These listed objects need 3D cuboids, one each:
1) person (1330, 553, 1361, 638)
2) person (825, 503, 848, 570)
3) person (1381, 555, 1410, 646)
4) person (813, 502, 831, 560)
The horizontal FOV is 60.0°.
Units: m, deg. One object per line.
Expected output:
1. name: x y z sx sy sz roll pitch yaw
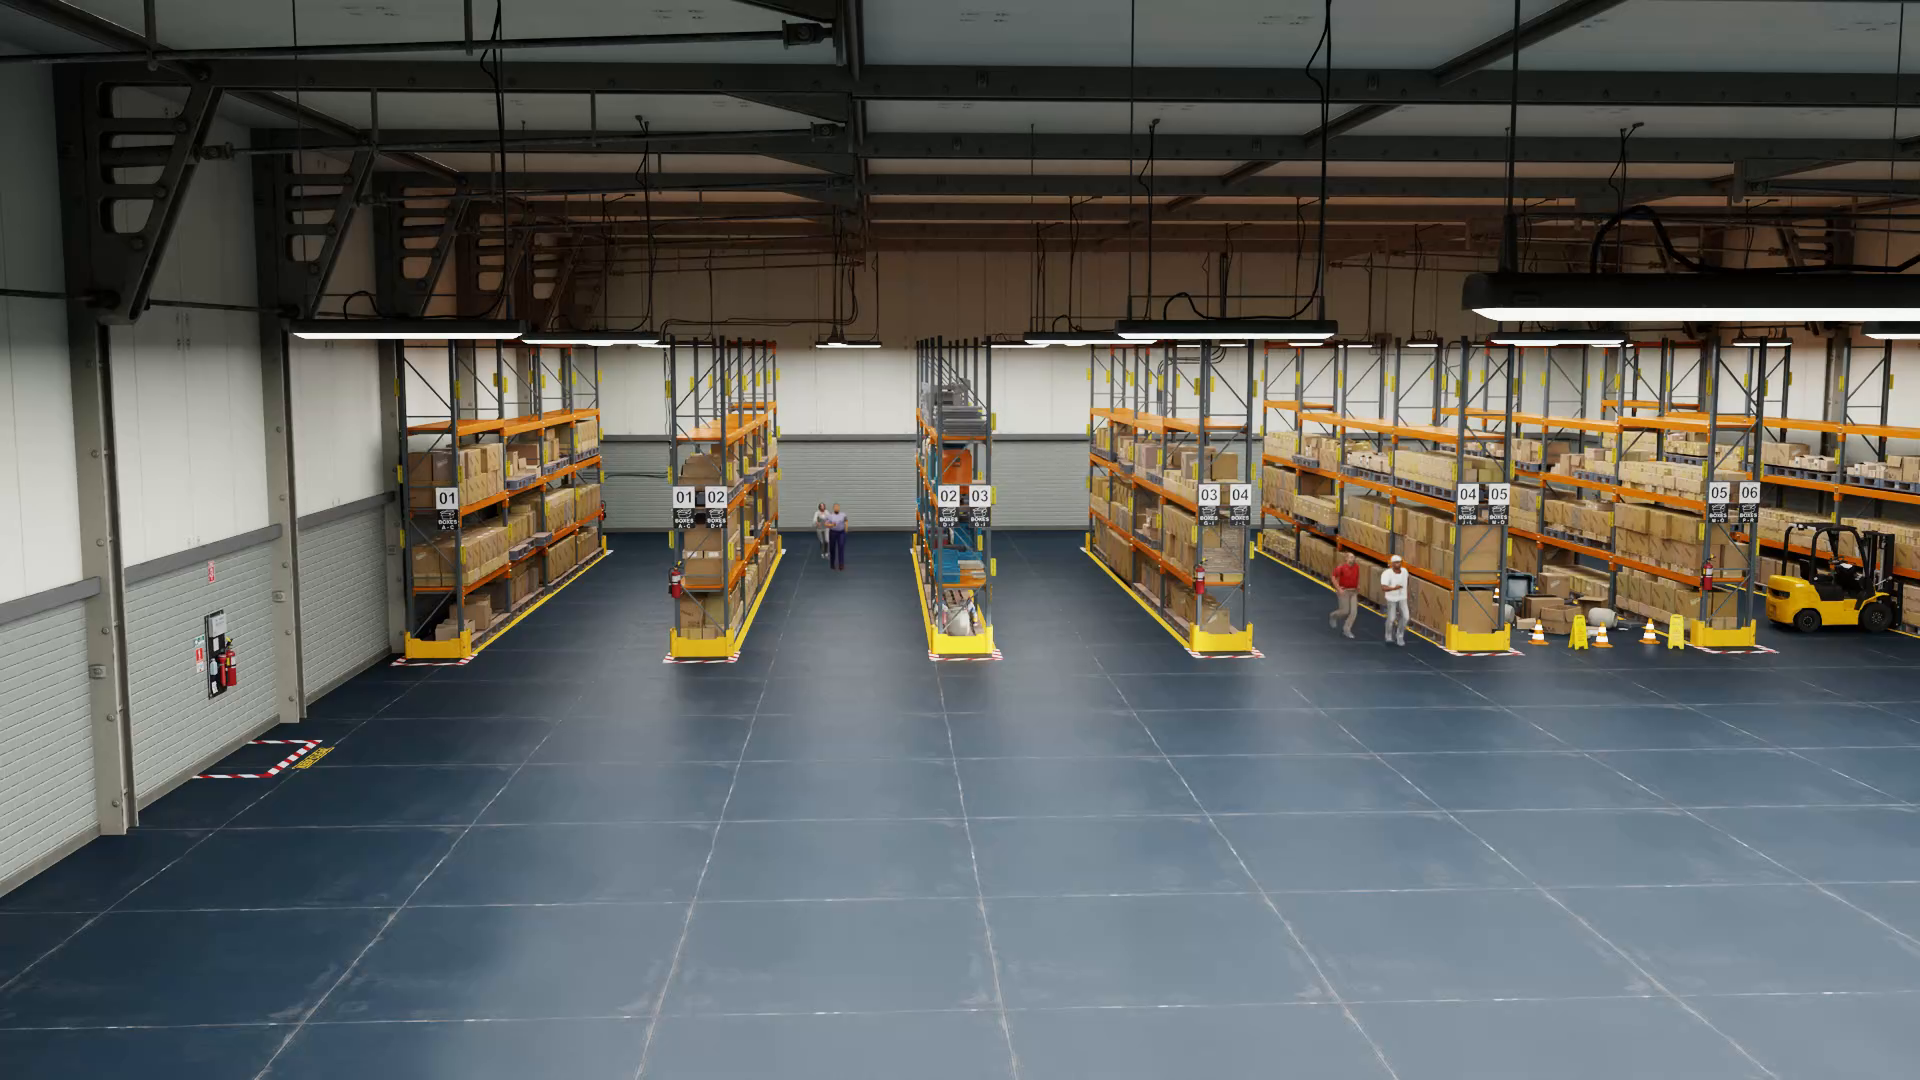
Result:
1. person: 7.795 1.088 33.586 0.685 1.701 0.709 -3 7 -24
2. person: -3.064 -0.078 41.458 0.607 1.689 0.887 -1 7 -9
3. person: 8.493 1.190 32.332 0.702 1.815 0.726 -1 7 -11
4. person: -3.769 -0.244 45.629 0.529 1.588 0.639 -1 7 -8
